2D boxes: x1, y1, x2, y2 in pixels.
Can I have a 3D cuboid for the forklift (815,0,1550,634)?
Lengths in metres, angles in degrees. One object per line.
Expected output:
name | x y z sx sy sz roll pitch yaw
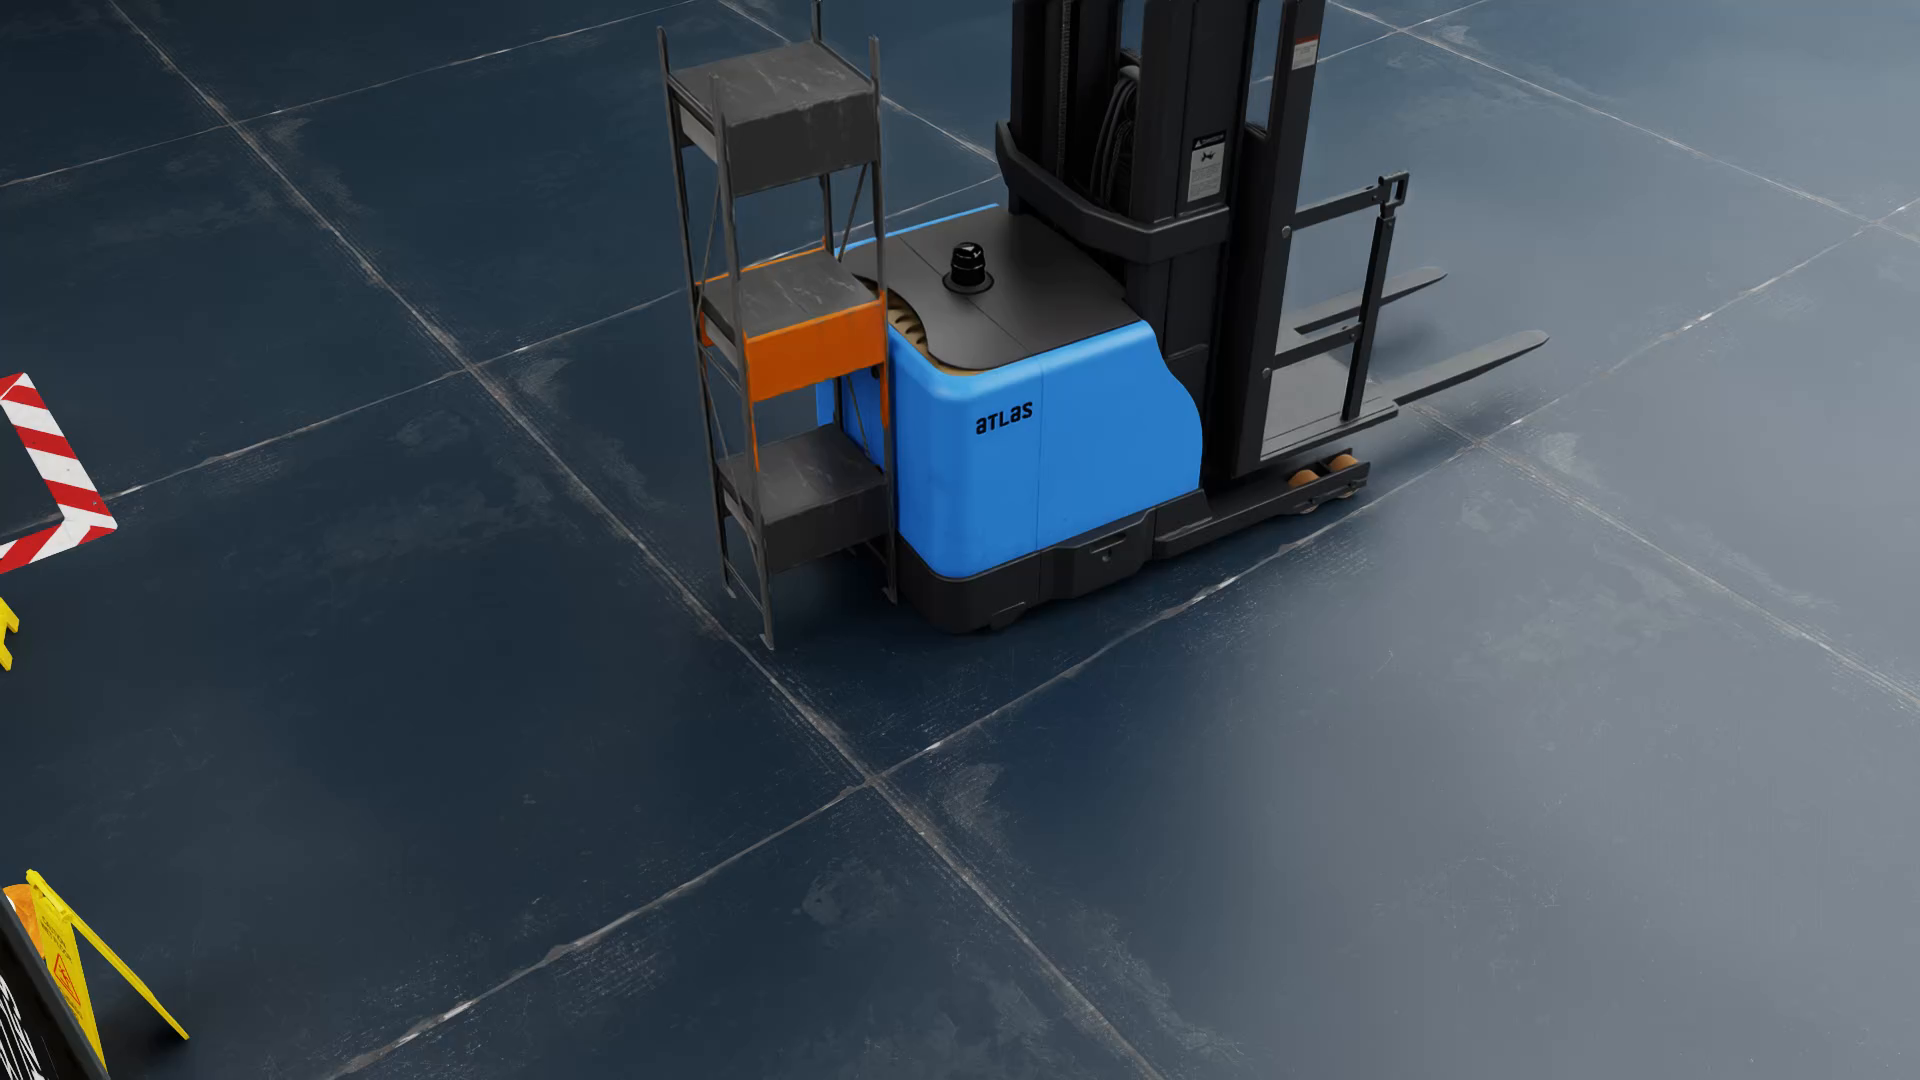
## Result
forklift | 0.988 -1.503 5.771 3.031 2.935 1.130 -21 44 -23

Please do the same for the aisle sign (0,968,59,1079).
aisle sign | -0.875 0.334 1.429 0.004 0.787 0.394 -26 46 -28

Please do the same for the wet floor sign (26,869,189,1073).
wet floor sign | -2.298 1.119 4.378 0.267 0.644 0.232 30 48 31

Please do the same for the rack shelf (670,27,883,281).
rack shelf | -0.543 -1.144 4.907 0.480 0.518 0.431 -21 44 -23

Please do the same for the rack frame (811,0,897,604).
rack frame | -0.333 -0.692 5.438 0.015 2.100 0.400 -21 44 -23

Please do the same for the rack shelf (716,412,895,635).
rack shelf | -0.543 -0.062 5.795 0.480 0.518 0.431 -21 44 -23

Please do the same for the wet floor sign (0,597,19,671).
wet floor sign | -3.408 0.140 5.571 0.232 0.644 0.267 -11 41 -13

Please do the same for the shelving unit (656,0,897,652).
shelving unit | -0.543 -0.613 5.342 0.503 2.100 0.431 -21 44 -23

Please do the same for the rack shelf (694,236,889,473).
rack shelf | -0.543 -0.603 5.351 0.480 0.518 0.431 -21 44 -23

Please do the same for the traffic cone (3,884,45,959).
traffic cone | -2.820 0.988 4.681 0.334 0.463 0.336 -26 46 -28

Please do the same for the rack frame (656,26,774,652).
rack frame | -0.753 -0.535 5.246 0.015 2.100 0.400 -21 44 -23
